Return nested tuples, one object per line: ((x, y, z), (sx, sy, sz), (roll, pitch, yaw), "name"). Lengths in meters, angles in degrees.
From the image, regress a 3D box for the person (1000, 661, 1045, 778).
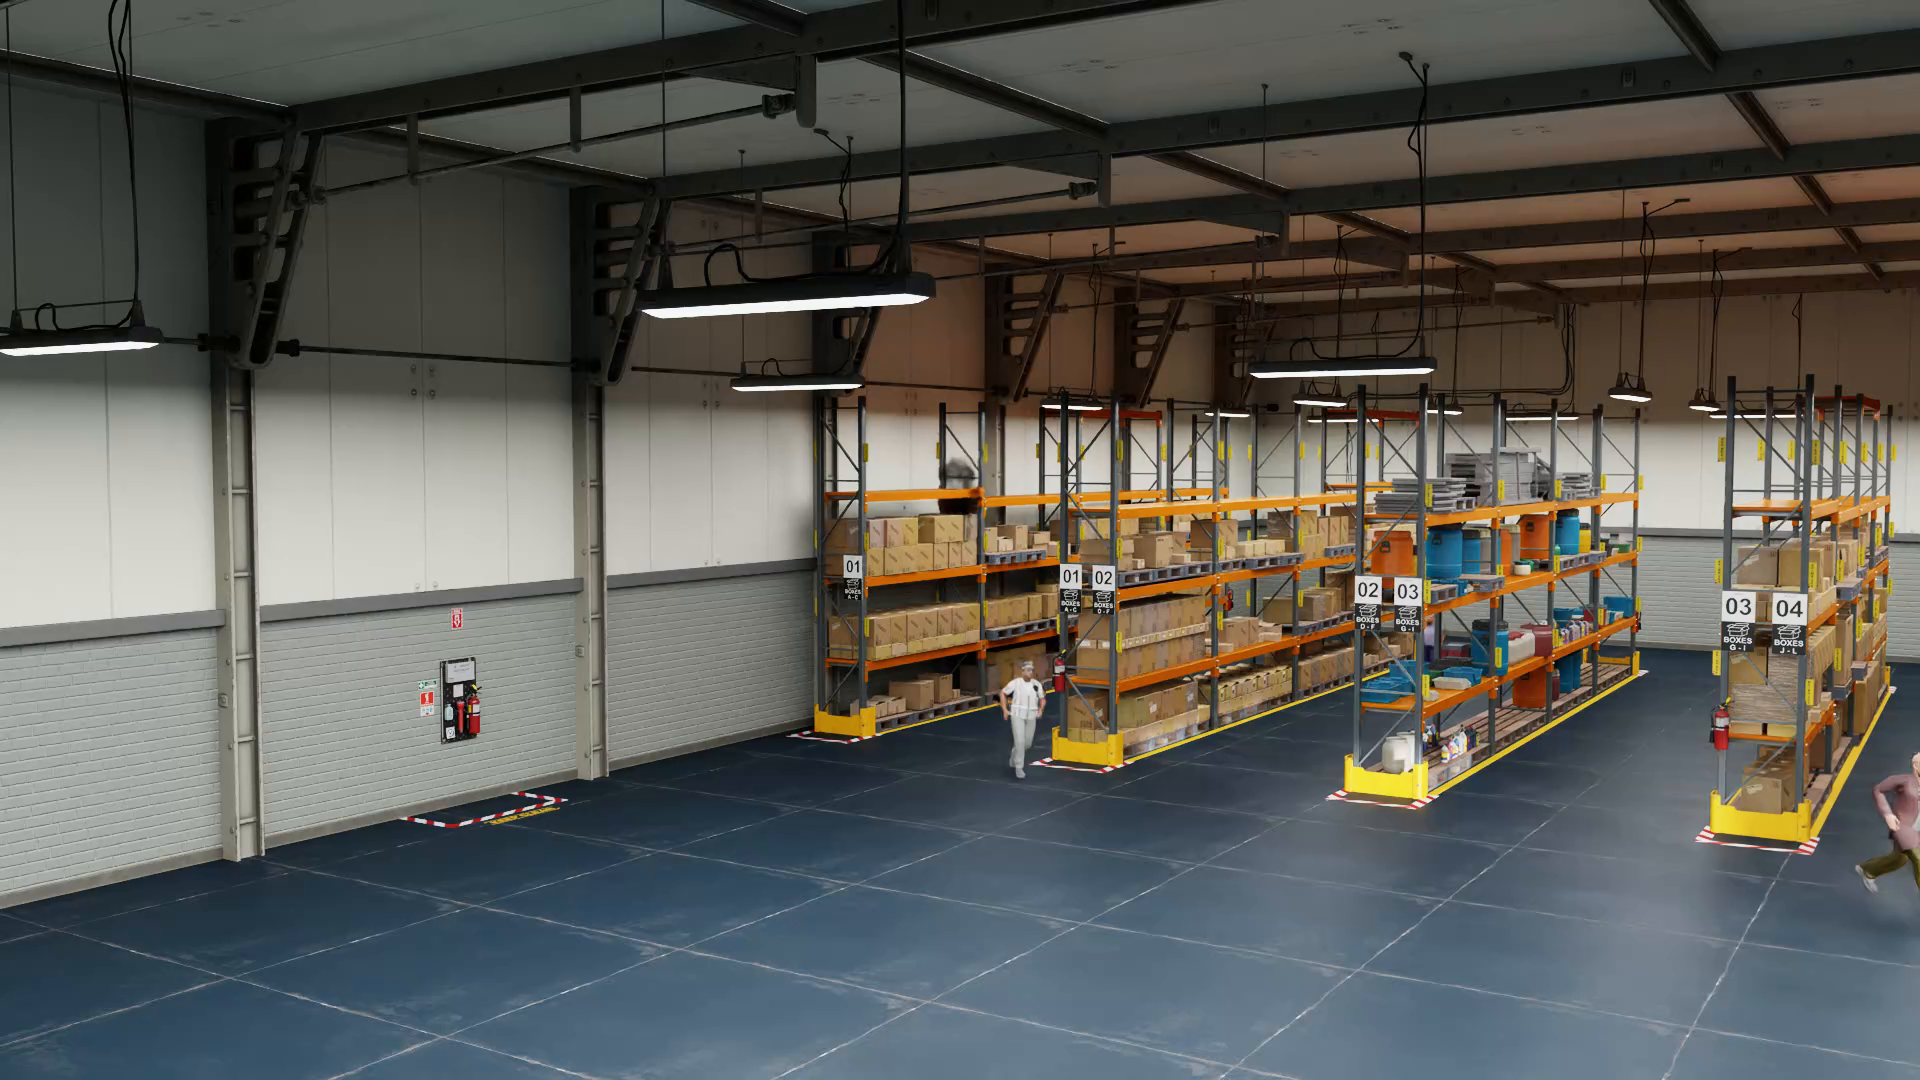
((1.017, 2.779, 25.959), (0.707, 1.766, 0.752), (-1, 3, -16), "person")

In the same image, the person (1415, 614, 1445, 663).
((9.841, 2.369, 34.878), (0.582, 1.678, 0.673), (1, 3, 24), "person")

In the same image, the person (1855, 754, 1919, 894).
((10.294, 3.178, 18.123), (0.712, 1.782, 1.154), (-1, 3, -22), "person")
